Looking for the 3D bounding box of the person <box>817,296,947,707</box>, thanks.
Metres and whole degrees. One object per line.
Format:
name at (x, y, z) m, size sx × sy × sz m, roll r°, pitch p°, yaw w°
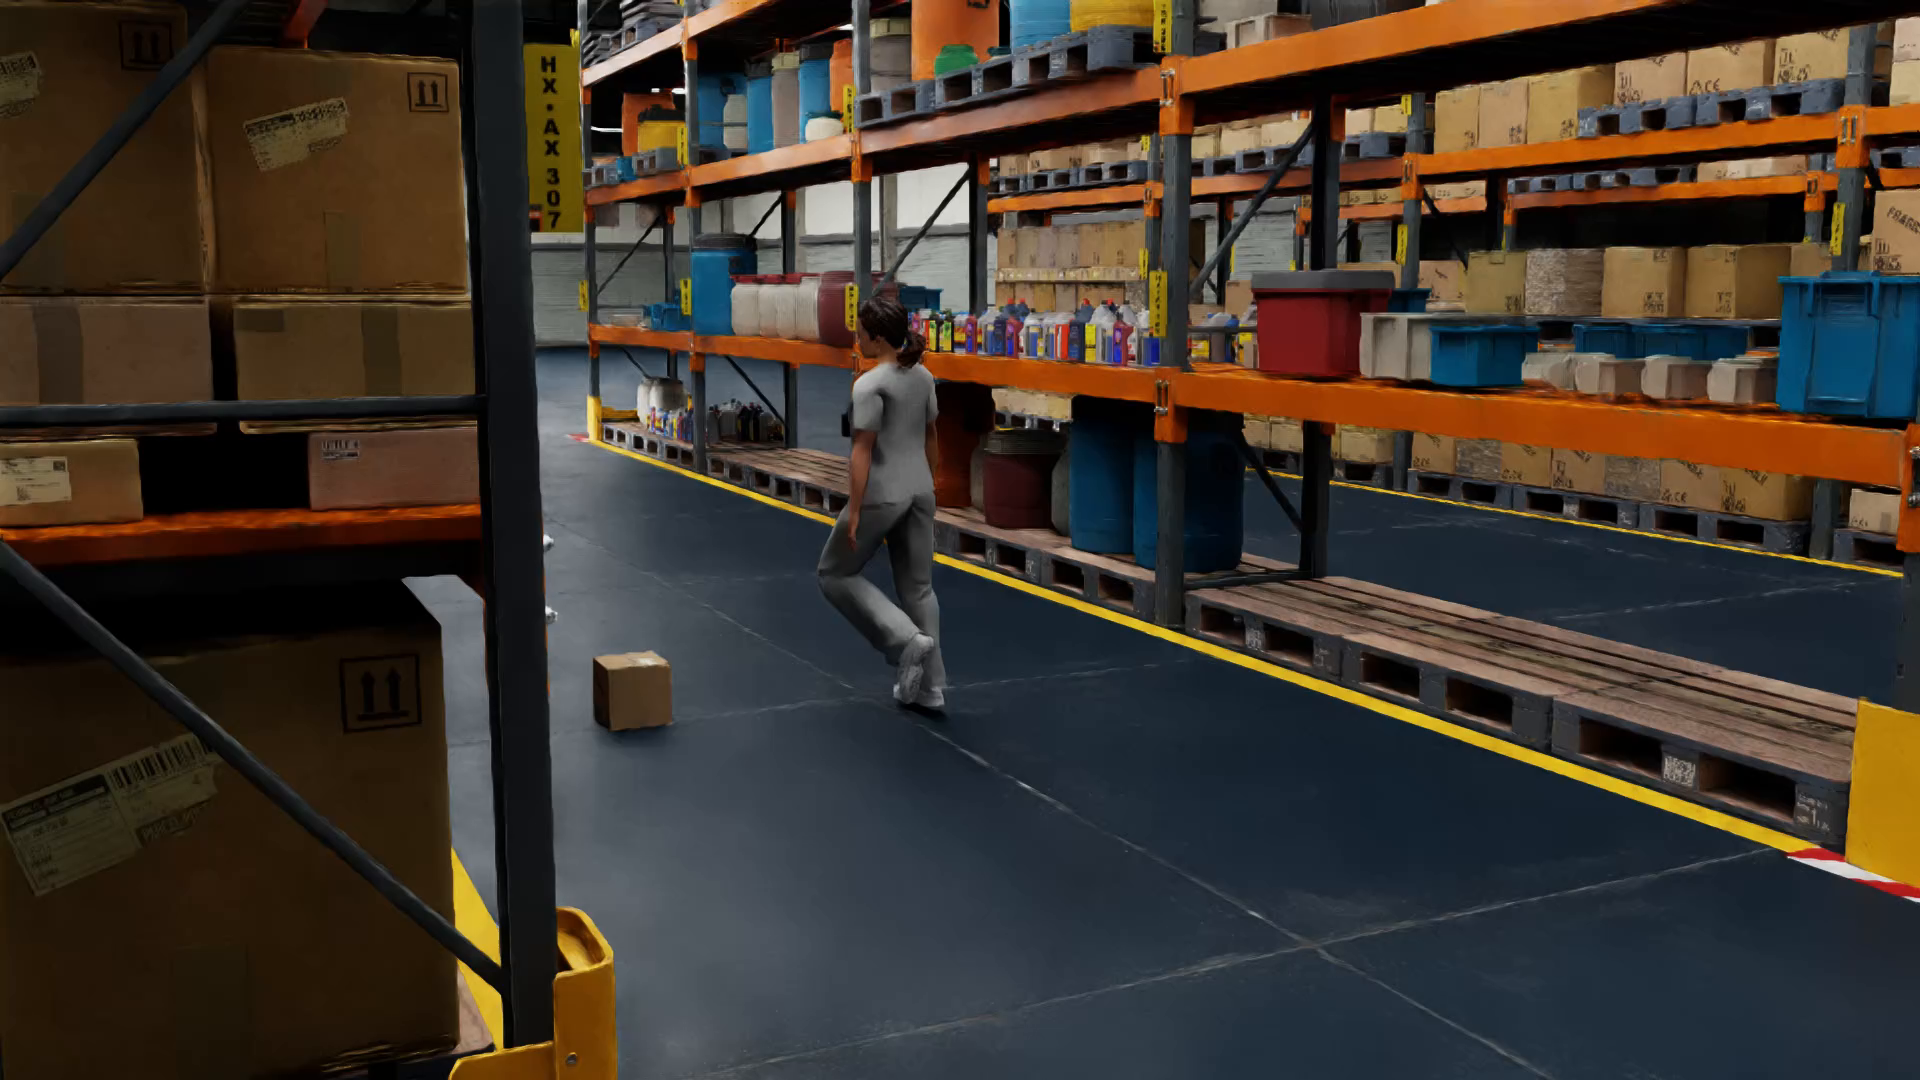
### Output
person at (-0.292, -0.140, 6.660) m, size 0.472 × 1.657 × 0.533 m, roll 8°, pitch 12°, yaw 44°
